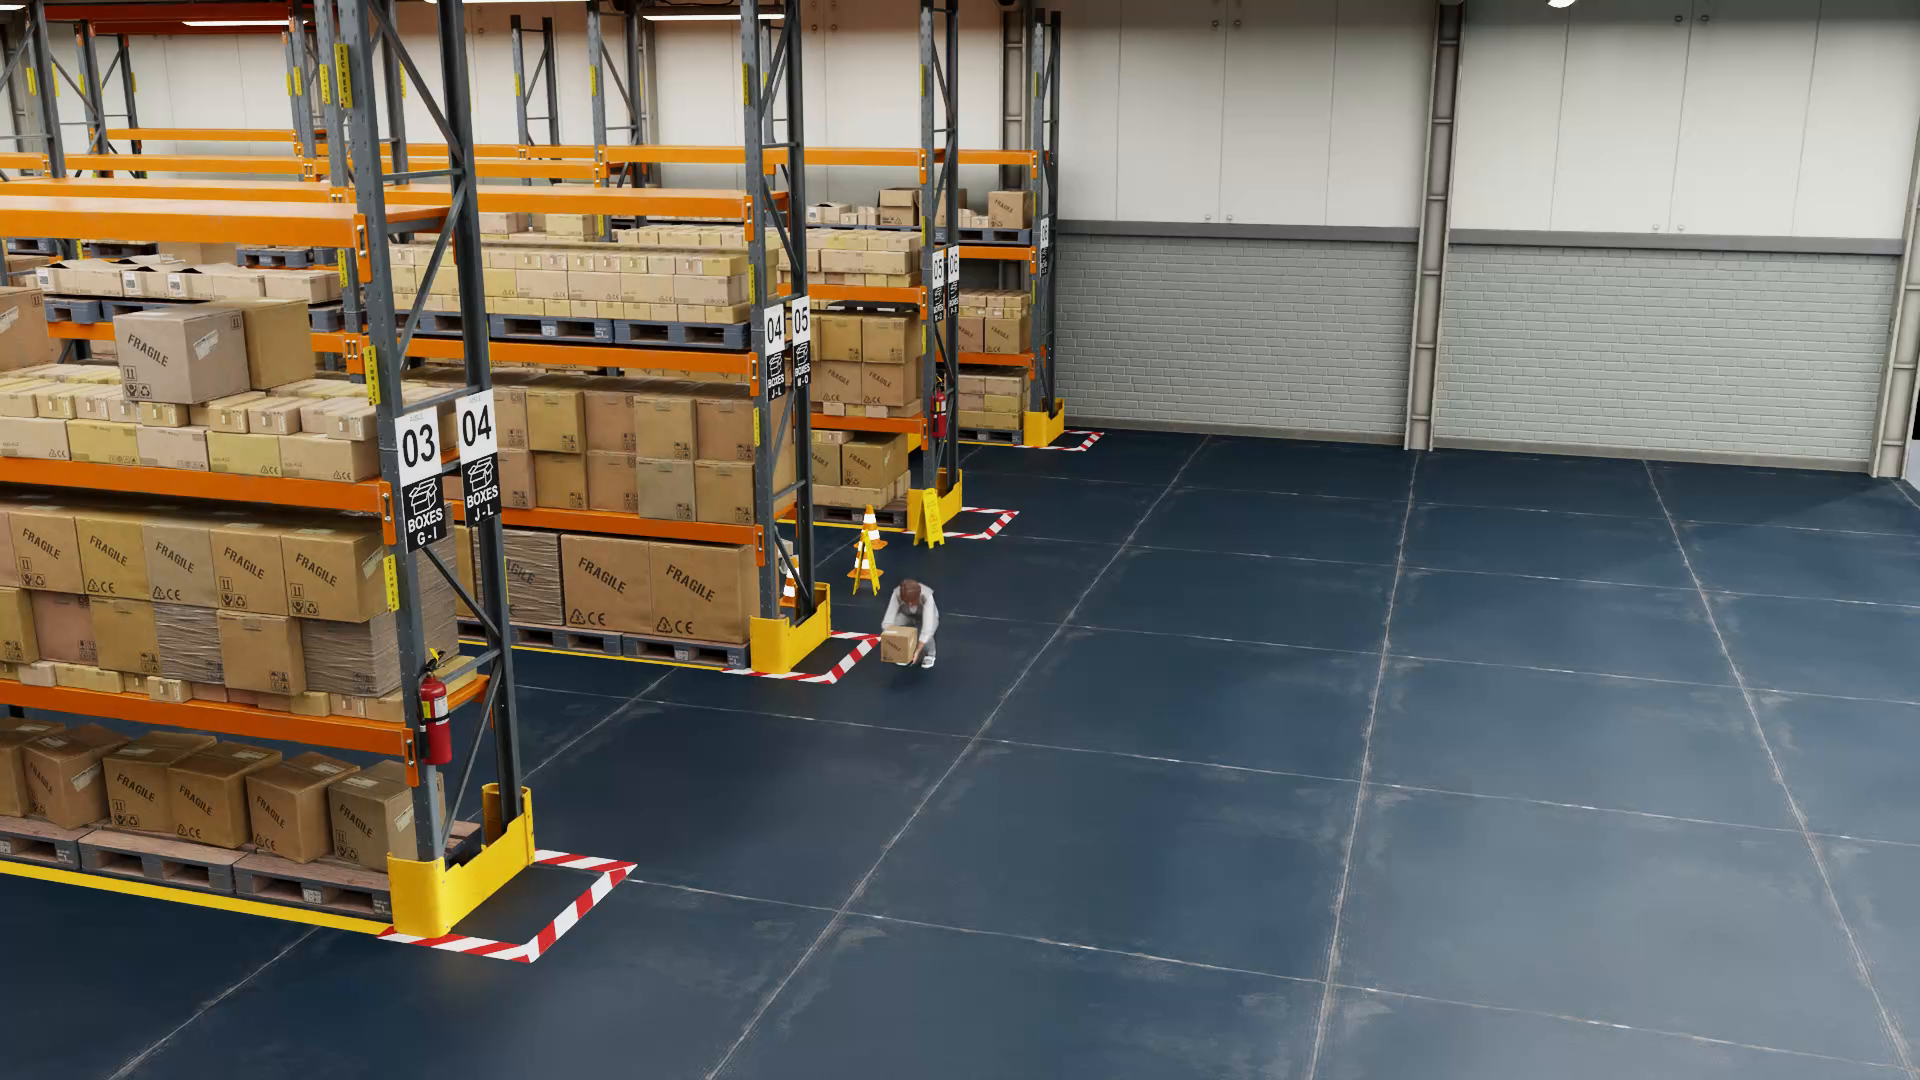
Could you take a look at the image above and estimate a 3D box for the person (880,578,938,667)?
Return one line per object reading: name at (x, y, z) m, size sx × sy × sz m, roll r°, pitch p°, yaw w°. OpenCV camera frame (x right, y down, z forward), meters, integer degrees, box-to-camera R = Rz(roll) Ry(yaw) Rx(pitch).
person at (-0.425, 0.711, 14.680) m, size 0.460 × 0.891 × 0.805 m, roll 5°, pitch 16°, yaw 16°
